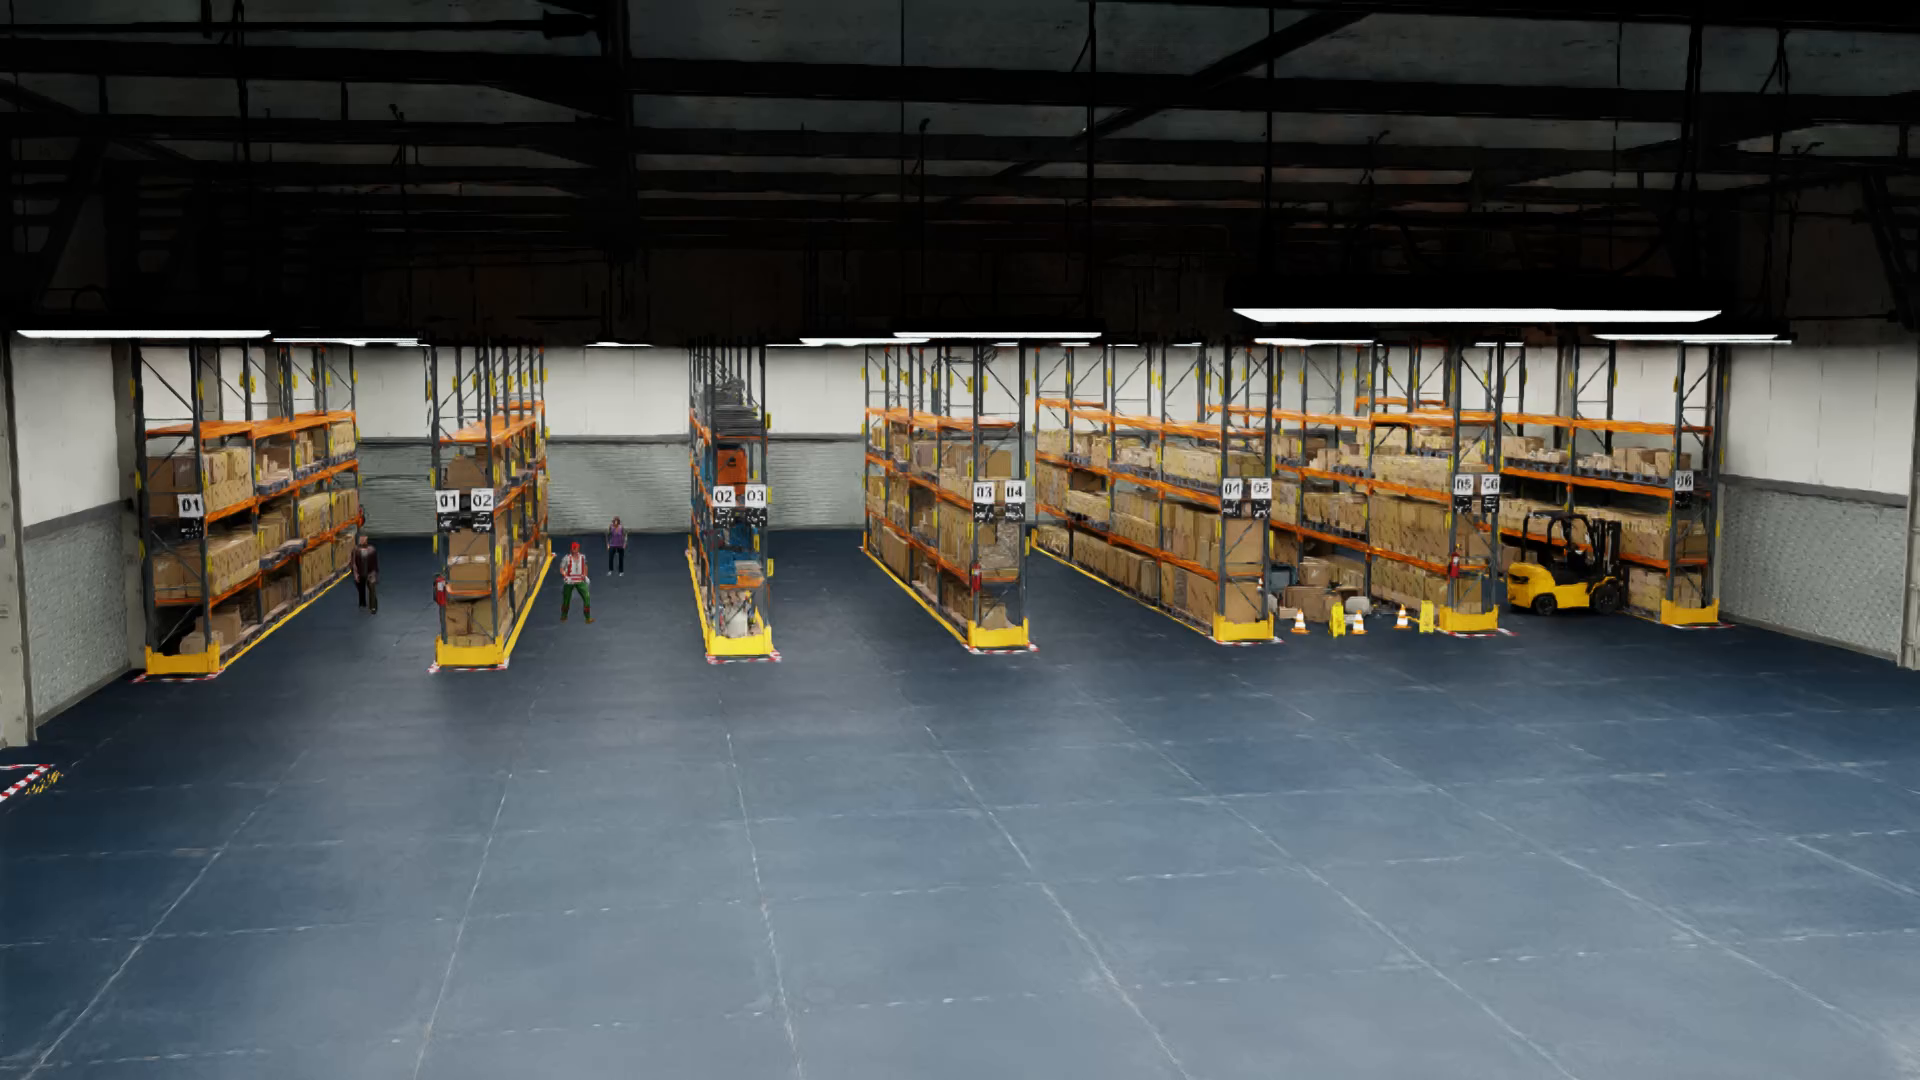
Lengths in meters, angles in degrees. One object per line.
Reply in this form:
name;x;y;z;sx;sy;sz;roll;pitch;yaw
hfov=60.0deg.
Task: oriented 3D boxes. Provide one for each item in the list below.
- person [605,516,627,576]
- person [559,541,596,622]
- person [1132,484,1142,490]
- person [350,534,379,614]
person;-8.698;0.149;42.073;0.566;1.541;0.519;-1;7;-13
person;-8.075;0.868;34.868;0.684;1.715;0.844;-3;7;-27
person;5.493;-0.882;50.545;0.690;1.650;0.517;-5;8;-37
person;-12.915;0.726;36.073;0.580;1.715;1.104;-2;7;-19
